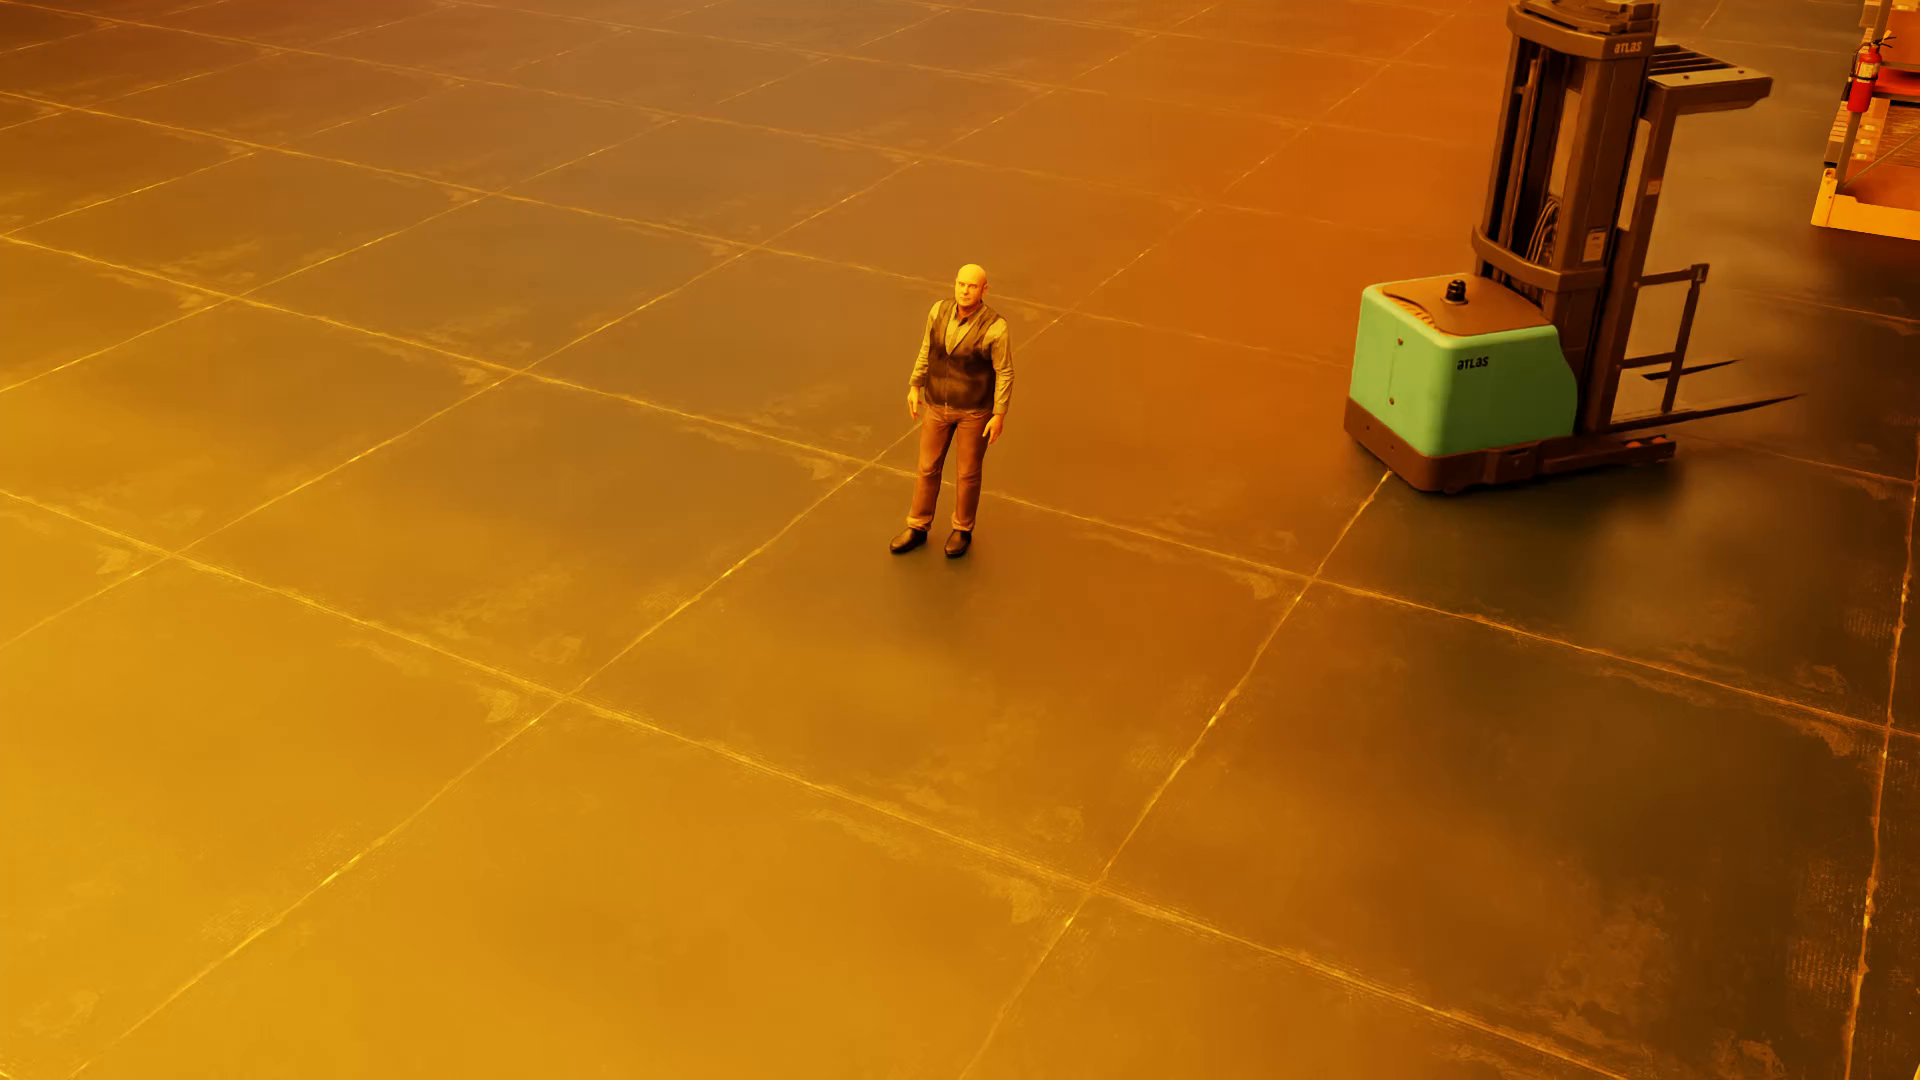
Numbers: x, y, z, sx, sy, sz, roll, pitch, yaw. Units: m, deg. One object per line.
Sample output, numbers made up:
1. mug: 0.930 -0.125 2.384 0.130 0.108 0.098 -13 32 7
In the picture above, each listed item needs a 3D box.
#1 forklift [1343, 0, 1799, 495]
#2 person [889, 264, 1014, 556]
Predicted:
1. forklift: 4.147 -1.982 10.505 3.031 2.935 1.130 -9 31 -16
2. person: -0.037 -0.727 9.525 0.632 1.720 0.568 15 33 25
